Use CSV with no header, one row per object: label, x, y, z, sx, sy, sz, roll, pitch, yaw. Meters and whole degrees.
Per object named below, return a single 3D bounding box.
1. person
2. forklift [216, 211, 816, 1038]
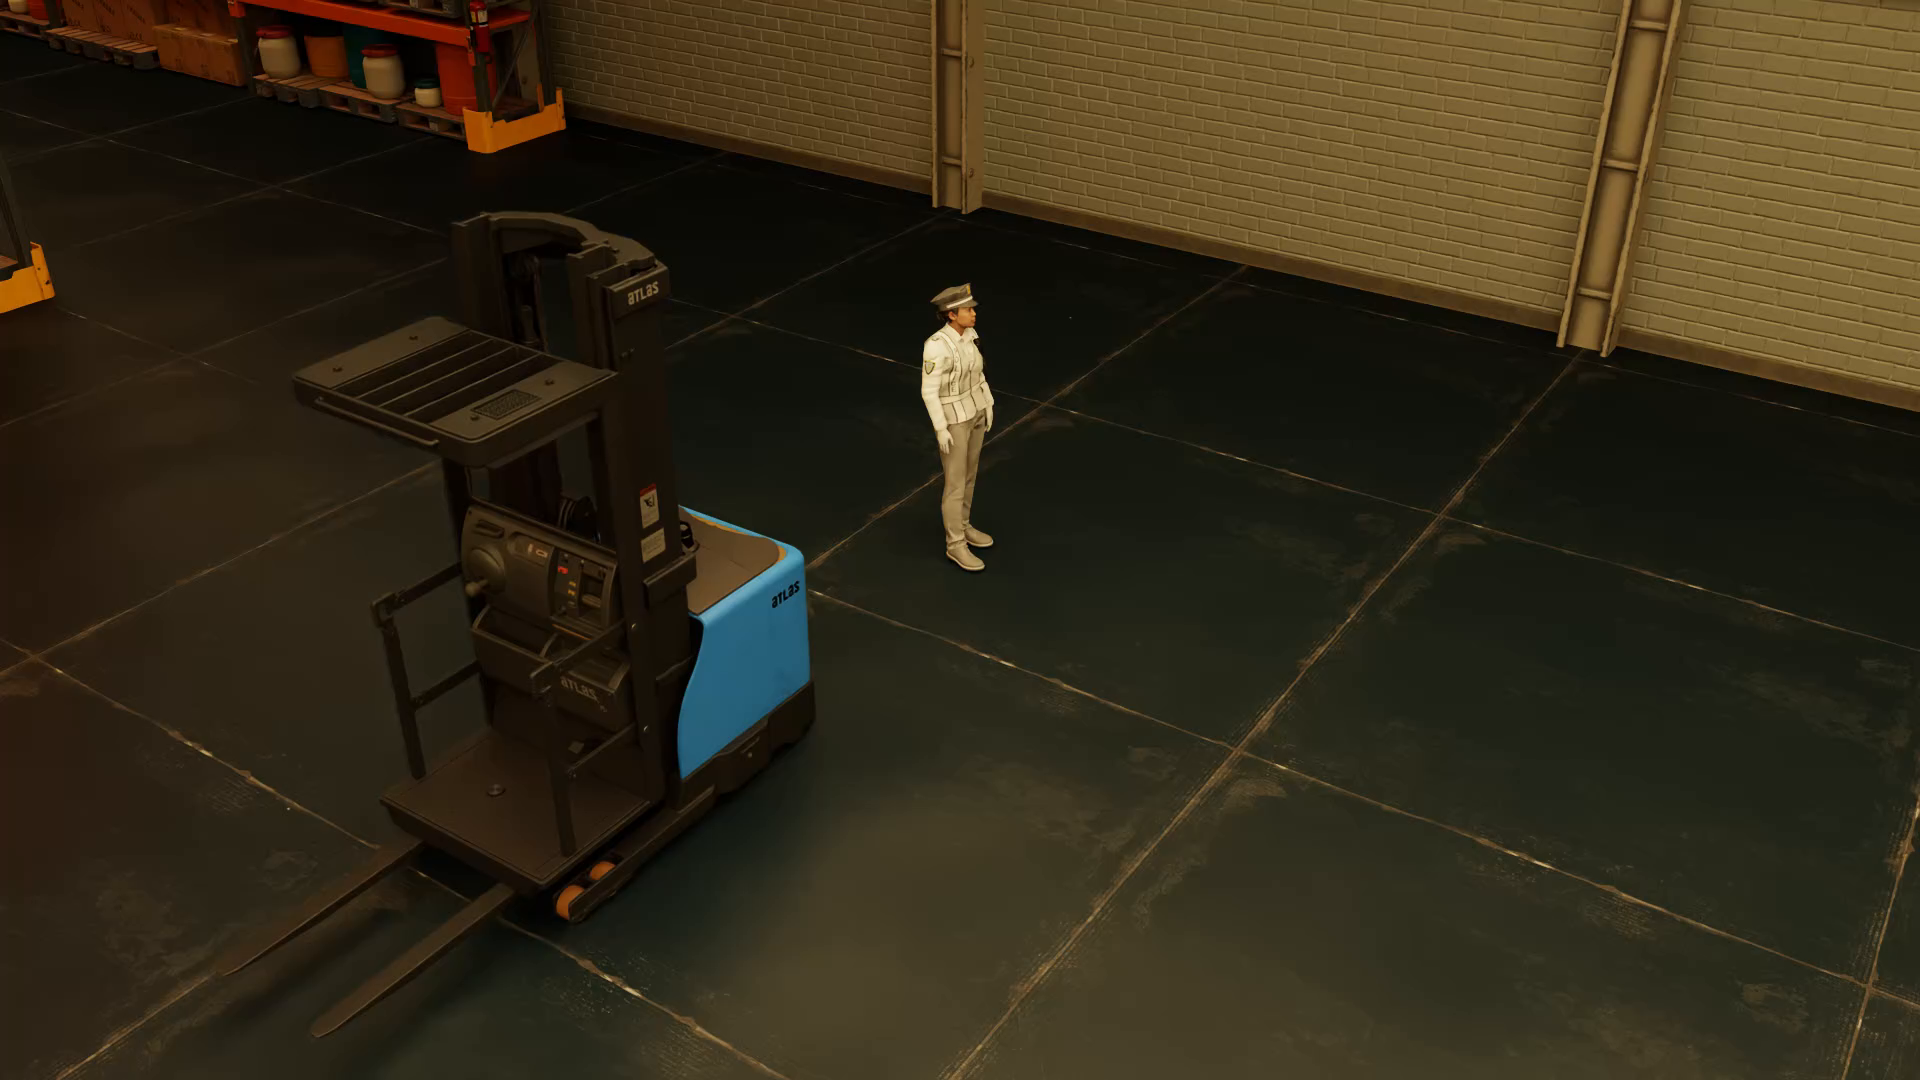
person,0.053,-0.717,10.033,0.530,1.694,0.587,19,35,29
forklift,-1.998,0.188,7.258,1.130,2.935,3.031,19,35,29
